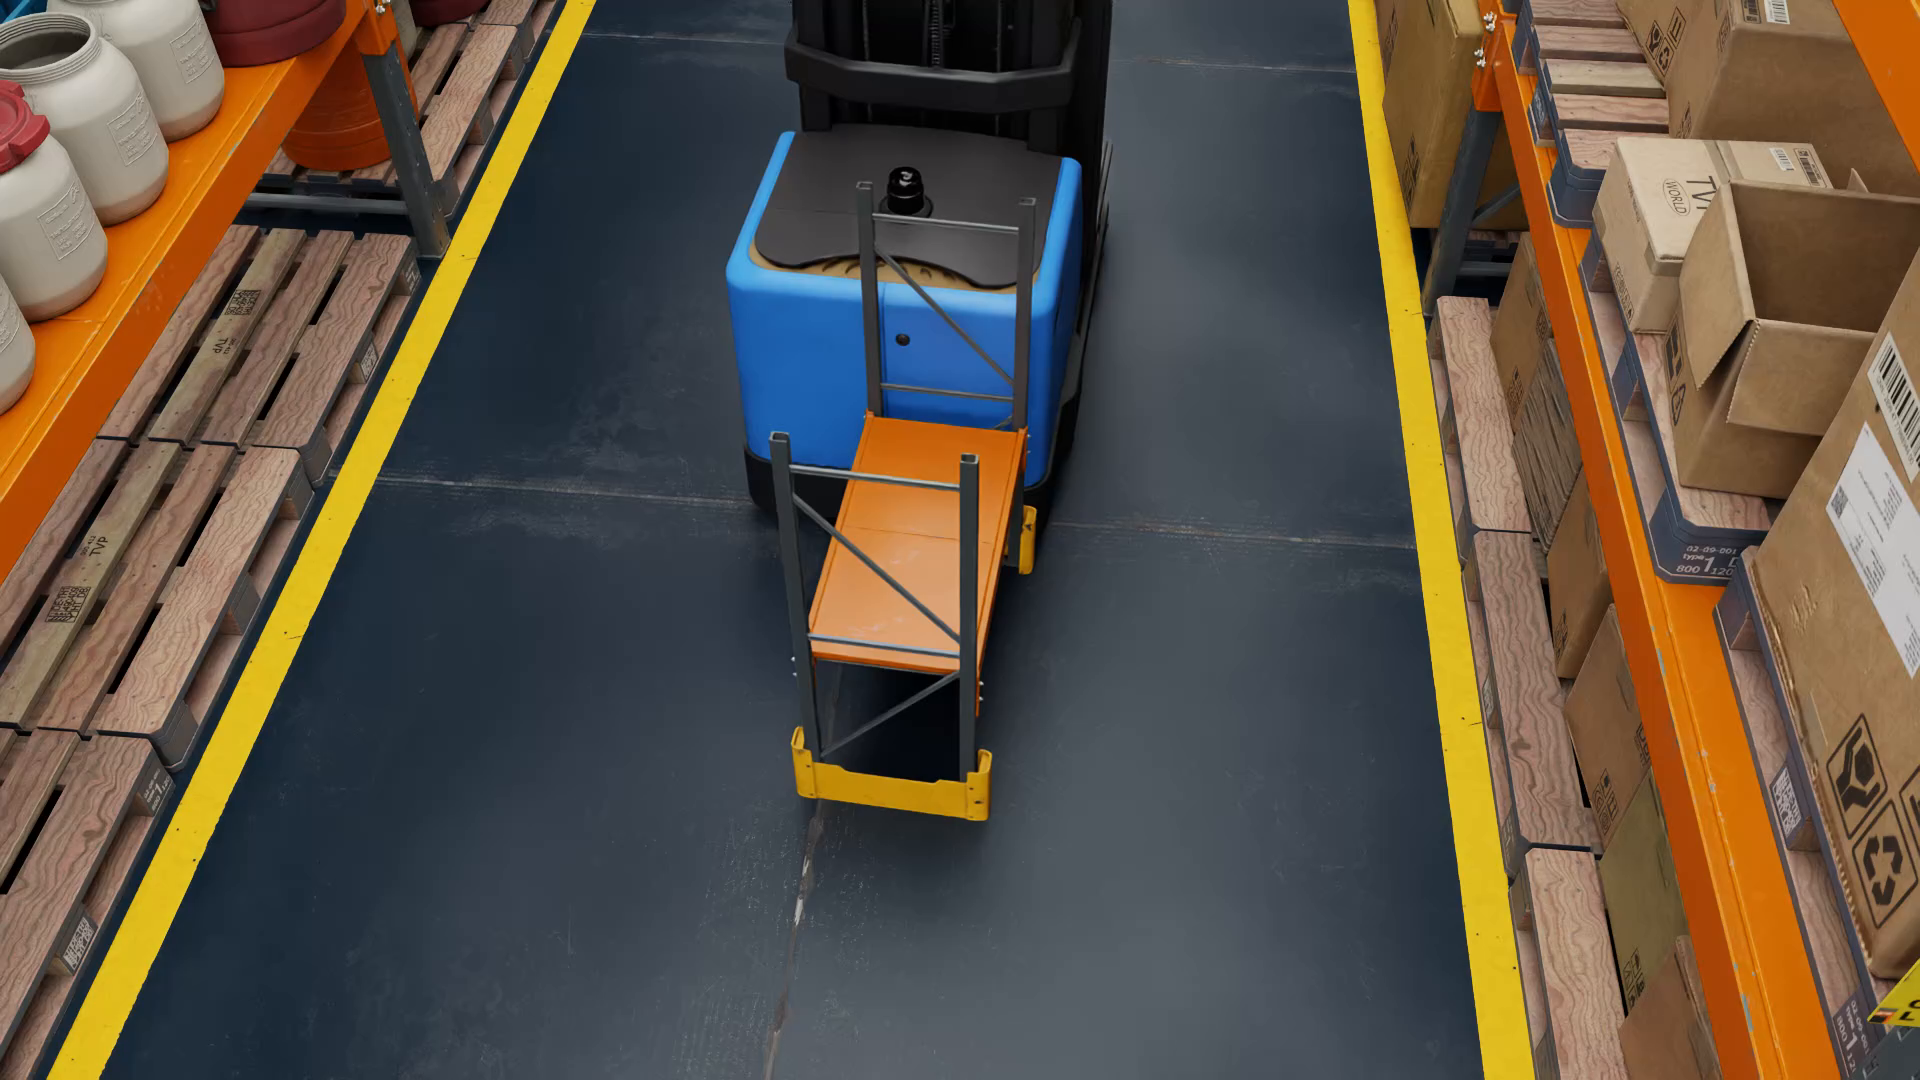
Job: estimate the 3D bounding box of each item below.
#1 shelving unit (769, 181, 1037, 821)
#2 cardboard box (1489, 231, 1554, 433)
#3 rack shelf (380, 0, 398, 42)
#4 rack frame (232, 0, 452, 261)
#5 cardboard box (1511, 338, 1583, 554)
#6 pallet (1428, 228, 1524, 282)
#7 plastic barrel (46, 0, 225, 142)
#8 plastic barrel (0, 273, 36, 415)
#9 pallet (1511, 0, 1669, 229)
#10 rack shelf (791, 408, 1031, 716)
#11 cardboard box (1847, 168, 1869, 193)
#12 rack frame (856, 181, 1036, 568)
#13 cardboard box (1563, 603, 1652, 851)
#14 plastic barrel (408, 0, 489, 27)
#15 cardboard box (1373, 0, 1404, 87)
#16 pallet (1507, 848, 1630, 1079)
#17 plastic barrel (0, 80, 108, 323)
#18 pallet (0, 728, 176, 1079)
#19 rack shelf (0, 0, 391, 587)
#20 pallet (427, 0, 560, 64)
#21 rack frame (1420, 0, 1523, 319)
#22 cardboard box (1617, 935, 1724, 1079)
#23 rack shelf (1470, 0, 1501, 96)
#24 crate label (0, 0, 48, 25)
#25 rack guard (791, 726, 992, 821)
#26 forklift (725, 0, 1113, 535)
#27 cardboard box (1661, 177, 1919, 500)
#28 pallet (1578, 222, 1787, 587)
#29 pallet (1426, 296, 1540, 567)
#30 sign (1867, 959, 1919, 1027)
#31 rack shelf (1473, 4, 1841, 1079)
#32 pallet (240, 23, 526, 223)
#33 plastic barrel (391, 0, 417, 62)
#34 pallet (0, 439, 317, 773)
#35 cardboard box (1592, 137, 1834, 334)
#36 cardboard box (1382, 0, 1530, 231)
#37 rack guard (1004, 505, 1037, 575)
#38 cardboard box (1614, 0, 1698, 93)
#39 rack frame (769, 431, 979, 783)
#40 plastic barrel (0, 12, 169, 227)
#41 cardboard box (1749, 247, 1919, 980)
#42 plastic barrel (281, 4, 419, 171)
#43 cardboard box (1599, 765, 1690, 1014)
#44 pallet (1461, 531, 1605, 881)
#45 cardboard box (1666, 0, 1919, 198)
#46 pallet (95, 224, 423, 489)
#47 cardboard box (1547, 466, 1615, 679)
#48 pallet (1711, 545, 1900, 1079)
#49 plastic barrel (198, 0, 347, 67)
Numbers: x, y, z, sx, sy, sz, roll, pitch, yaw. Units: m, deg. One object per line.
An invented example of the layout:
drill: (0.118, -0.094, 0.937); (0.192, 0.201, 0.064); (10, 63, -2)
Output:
shelving unit: (-0.120, -0.089, 4.815); (0.587, 1.500, 1.083); (7, 48, 6)
cardboard box: (2.286, -0.710, 5.762); (0.700, 0.500, 0.500); (2, 48, 1)
rack shelf: (-2.423, -3.459, 7.368); (1.077, 0.370, 4.000); (4, 48, 4)
rack frame: (-2.606, -2.232, 5.759); (1.000, 3.000, 0.127); (4, 48, 4)
cardboard box: (2.248, -0.301, 5.389); (0.700, 0.500, 0.500); (0, 48, 0)
pallet: (2.474, -1.532, 7.008); (1.003, 0.211, 1.213); (4, 48, 4)
plastic barrel: (-2.487, -1.499, 5.013); (0.421, 0.512, 0.421); (0, 48, 0)
plastic barrel: (-2.598, -0.566, 4.143); (0.433, 0.535, 0.433); (0, 48, 0)
pallet: (2.368, -1.303, 5.039); (1.213, 0.211, 1.003); (4, 48, 4)
rack shelf: (-0.122, 0.039, 4.942); (0.538, 0.185, 1.000); (7, 48, 6)
cardboard box: (2.444, -0.752, 4.211); (0.396, 0.266, 0.258); (3, 48, 2)
rack frame: (-0.040, -0.453, 5.147); (0.500, 1.500, 0.032); (7, 48, 6)
cardboard box: (2.152, 0.526, 4.632); (0.700, 0.500, 0.500); (0, 48, 0)
plastic barrel: (-2.475, -2.750, 7.582); (0.600, 0.588, 0.708); (4, 48, 4)
cardboard box: (2.499, -2.484, 7.144); (1.225, 0.875, 0.875); (4, 48, 4)
pallet: (2.032, 1.409, 4.318); (1.003, 0.211, 1.213); (4, 48, 4)
plastic barrel: (-2.558, -0.884, 4.433); (0.433, 0.535, 0.433); (0, 48, 0)
pallet: (-2.937, 1.069, 4.629); (1.003, 0.211, 1.213); (4, 48, 4)
rack shelf: (-2.788, -0.519, 4.680); (1.077, 0.370, 4.000); (4, 48, 4)
pallet: (-2.461, -2.767, 8.138); (1.003, 0.211, 1.213); (4, 48, 4)
rack frame: (2.327, -1.899, 5.454); (1.000, 3.000, 0.127); (4, 48, 4)
cardboard box: (2.040, 1.286, 3.937); (0.700, 0.500, 0.500); (1, 48, 1)
rack shelf: (2.509, -3.126, 7.064); (1.077, 0.370, 4.000); (4, 48, 4)
crate label: (-2.965, -1.532, 5.094); (0.502, 0.435, 0.616); (4, 48, 4)
rack guard: (-0.200, 0.696, 4.944); (0.587, 0.250, 0.087); (7, 48, 6)
forklift: (0.011, -2.094, 5.679); (1.130, 2.935, 3.031); (7, 48, 6)
cardboard box: (2.028, -0.416, 3.743); (0.797, 0.503, 0.637); (8, 48, 8)
pallet: (2.187, -0.377, 4.192); (1.003, 0.211, 1.213); (4, 48, 4)
pallet: (2.254, -0.384, 5.958); (1.003, 0.211, 1.213); (4, 48, 4)
sign: (1.409, 0.615, 2.370); (0.100, 0.325, 0.005); (4, 48, 4)
rack shelf: (2.144, -0.186, 4.375); (1.077, 0.370, 4.000); (4, 48, 4)
pallet: (-2.575, -1.873, 7.320); (1.003, 0.211, 1.213); (4, 48, 4)
plastic barrel: (-2.616, -2.316, 7.236); (0.421, 0.512, 0.421); (0, 48, 0)
pallet: (-2.829, 0.170, 5.452); (1.003, 0.211, 1.213); (4, 48, 4)
cardboard box: (1.945, -0.774, 4.242); (0.500, 0.250, 0.500); (3, 48, 2)
cardboard box: (2.410, -1.829, 6.545); (1.225, 0.875, 0.875); (2, 48, 2)
rack guard: (-0.040, -0.030, 5.608); (0.587, 0.250, 0.087); (7, 48, 6)
cardboard box: (2.317, -1.675, 4.897); (0.500, 0.500, 0.500); (-1, 48, -1)
rack frame: (-0.203, 0.288, 4.470); (0.500, 1.500, 0.032); (7, 48, 6)
plastic barrel: (-2.525, -1.190, 4.730); (0.421, 0.512, 0.421); (0, 48, 0)
cardboard box: (2.174, 0.122, 2.915); (1.000, 1.000, 1.000); (4, 48, 4)
plastic barrel: (-2.578, -2.002, 6.734); (0.600, 0.830, 0.708); (4, 48, 4)
cardboard box: (2.102, 0.937, 4.256); (0.700, 0.500, 0.500); (4, 48, 3)
pallet: (2.140, 0.510, 5.140); (1.003, 0.211, 1.213); (4, 48, 4)
cardboard box: (2.366, -1.258, 4.515); (0.700, 0.500, 0.500); (10, 48, 9)
pallet: (-2.715, -0.724, 6.269); (1.003, 0.211, 1.213); (4, 48, 4)
cardboard box: (2.203, 0.116, 5.007); (0.700, 0.500, 0.500); (7, 48, 7)
pallet: (2.177, 0.553, 3.341); (1.003, 0.211, 1.213); (4, 48, 4)
plastic barrel: (-2.346, -1.916, 5.378); (0.600, 0.536, 0.708); (4, 48, 4)
